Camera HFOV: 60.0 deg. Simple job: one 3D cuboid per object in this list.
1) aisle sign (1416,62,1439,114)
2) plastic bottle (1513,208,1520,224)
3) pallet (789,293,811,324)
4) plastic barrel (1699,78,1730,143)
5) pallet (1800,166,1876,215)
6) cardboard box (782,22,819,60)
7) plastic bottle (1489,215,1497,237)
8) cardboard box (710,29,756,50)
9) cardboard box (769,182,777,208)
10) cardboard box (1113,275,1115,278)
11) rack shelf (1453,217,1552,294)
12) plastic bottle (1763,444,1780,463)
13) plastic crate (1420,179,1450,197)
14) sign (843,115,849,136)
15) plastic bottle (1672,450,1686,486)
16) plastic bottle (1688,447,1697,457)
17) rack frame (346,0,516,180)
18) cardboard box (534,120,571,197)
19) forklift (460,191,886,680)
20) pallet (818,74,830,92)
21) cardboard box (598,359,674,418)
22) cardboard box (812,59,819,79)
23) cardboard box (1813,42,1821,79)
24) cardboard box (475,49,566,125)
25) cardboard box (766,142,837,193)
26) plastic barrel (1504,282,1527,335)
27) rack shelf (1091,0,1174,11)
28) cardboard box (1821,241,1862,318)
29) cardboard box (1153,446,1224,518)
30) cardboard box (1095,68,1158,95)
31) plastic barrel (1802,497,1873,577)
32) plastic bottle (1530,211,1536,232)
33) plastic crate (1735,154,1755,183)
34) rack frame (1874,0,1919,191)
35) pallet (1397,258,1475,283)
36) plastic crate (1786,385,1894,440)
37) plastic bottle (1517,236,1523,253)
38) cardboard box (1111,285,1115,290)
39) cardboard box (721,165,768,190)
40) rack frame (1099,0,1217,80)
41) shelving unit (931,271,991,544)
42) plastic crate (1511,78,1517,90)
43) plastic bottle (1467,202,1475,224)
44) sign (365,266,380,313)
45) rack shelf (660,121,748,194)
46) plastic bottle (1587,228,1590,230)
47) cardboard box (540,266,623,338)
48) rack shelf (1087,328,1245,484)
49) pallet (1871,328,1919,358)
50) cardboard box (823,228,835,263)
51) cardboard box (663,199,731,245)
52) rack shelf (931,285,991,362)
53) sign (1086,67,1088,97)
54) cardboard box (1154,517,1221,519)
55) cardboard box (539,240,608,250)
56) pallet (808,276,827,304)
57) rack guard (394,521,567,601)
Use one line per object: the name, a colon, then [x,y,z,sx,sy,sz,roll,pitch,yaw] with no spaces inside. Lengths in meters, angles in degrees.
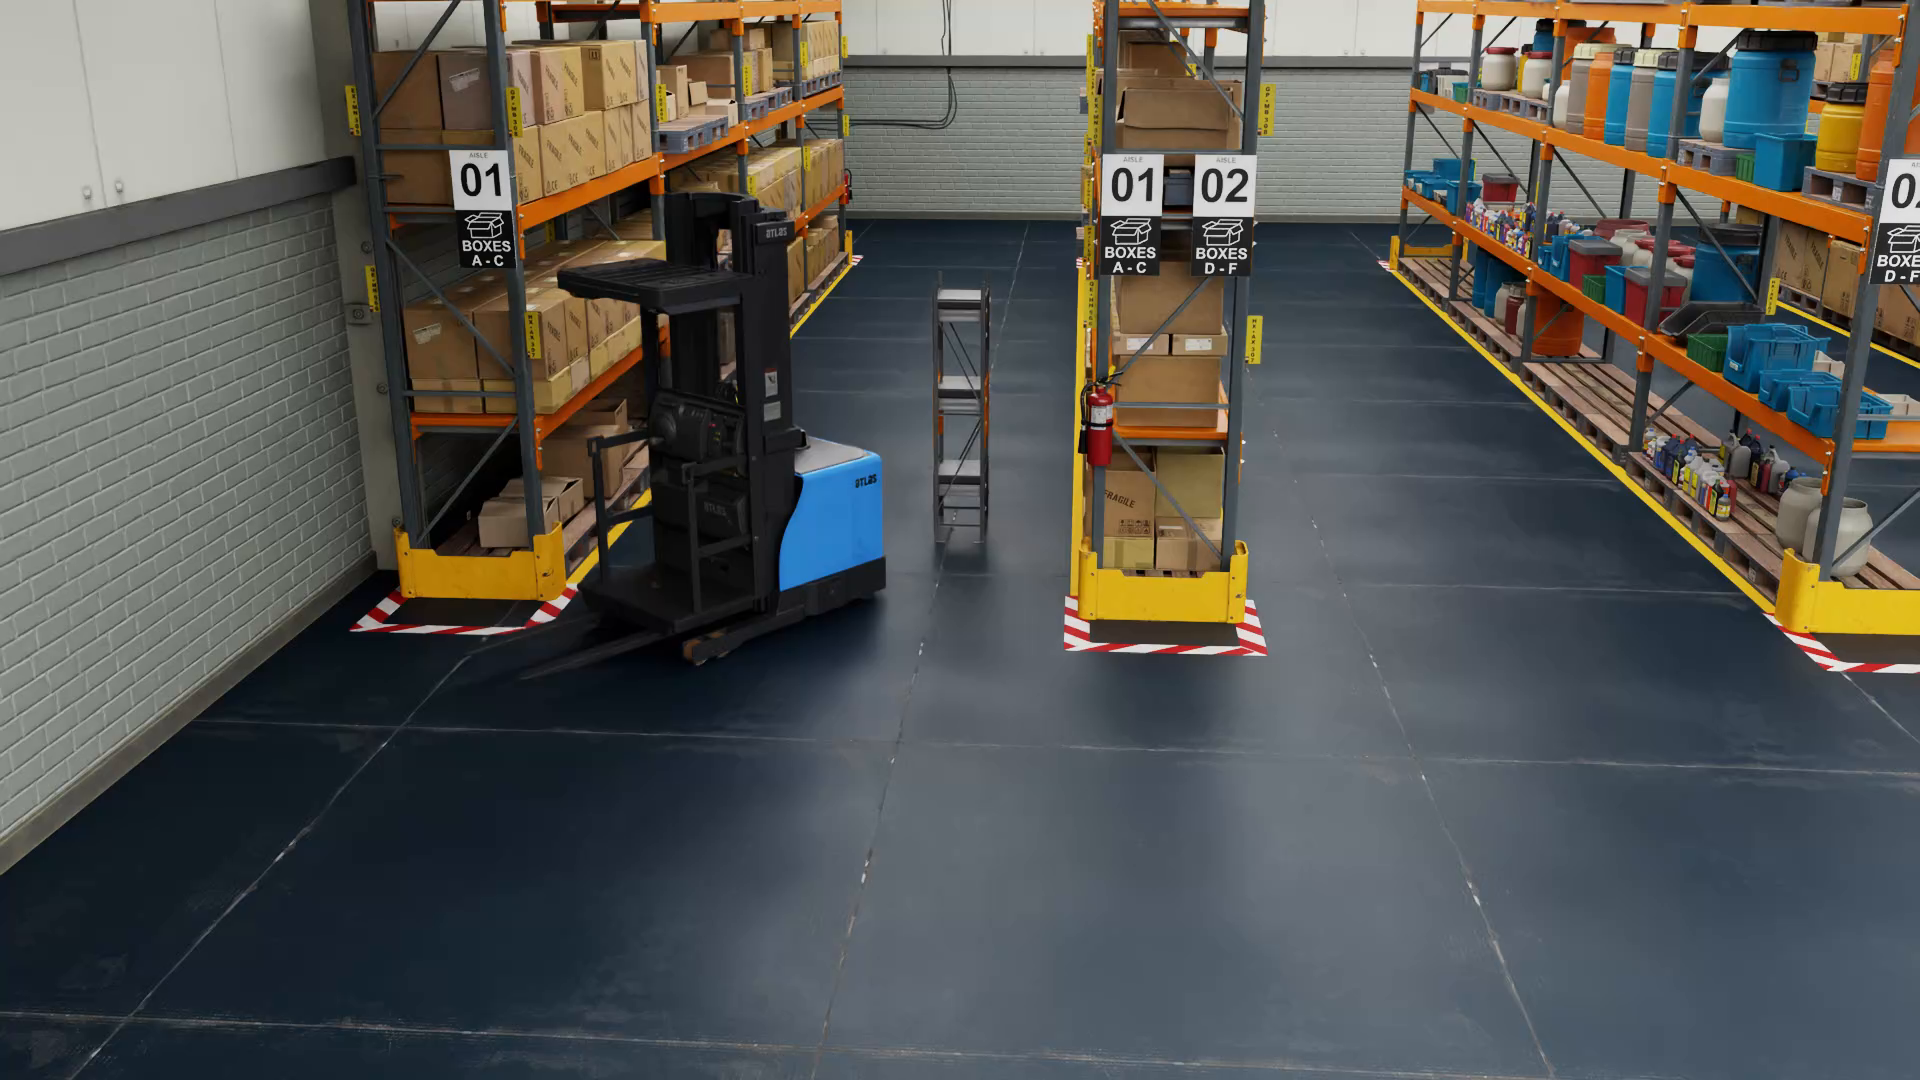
aisle sign: [7.223,-7.036,25.904,0.394,0.787,0.004,1,18,4]
plastic bottle: [7.395,-4.302,22.055,0.097,0.201,0.097,0,18,0]
pallet: [-2.635,-3.184,22.802,1.003,0.211,1.213,1,18,4]
plastic barrel: [6.427,-3.594,13.902,0.421,0.512,0.421,0,18,0]
pallet: [6.524,-2.393,11.395,1.003,0.211,1.213,1,18,4]
cardboard box: [-2.293,-7.083,23.607,0.500,0.500,0.500,1,18,3]
plastic bottle: [6.695,-3.938,20.831,0.097,0.271,0.097,0,18,0]
cardboard box: [-2.873,-6.347,21.087,0.500,0.250,0.500,1,18,2]
cardboard box: [-2.568,-4.168,20.657,0.500,0.500,0.500,1,18,4]
cardboard box: [1.616,-2.370,13.595,0.700,0.500,0.500,1,18,4]
rack shelf: [7.084,-3.566,20.645,1.077,0.370,4.000,1,18,4]
plastic bottle: [6.858,-0.629,14.072,0.144,0.351,0.185,1,18,4]
plastic crate: [7.073,-5.242,24.778,0.416,0.233,0.300,1,18,4]
sign: [-1.828,-6.639,26.628,0.100,0.325,0.005,1,18,4]
plastic bottle: [6.115,-0.613,14.131,0.061,0.283,0.133,2,18,6]
plastic bottle: [6.292,-0.668,14.320,0.097,0.271,0.097,0,18,0]
rack frame: [-3.515,-3.875,10.796,1.000,3.000,0.127,1,18,4]
cardboard box: [-3.167,-2.770,12.051,0.500,0.500,0.500,2,18,8]
forklift: [-1.907,-0.750,11.004,1.130,2.935,3.031,16,24,40]
pallet: [-2.495,-6.766,24.579,1.003,0.211,1.213,1,18,4]
cardboard box: [-3.192,-1.516,16.541,0.700,0.500,0.500,2,18,6]
cardboard box: [-2.291,-6.719,23.698,0.500,0.250,0.500,1,18,3]
cardboard box: [12.385,-6.709,23.269,0.700,0.500,0.500,2,18,6]
cardboard box: [-3.159,-3.250,11.909,0.500,0.500,0.500,1,18,3]
cardboard box: [-2.435,-5.751,25.674,0.980,0.700,0.700,1,18,3]
plastic barrel: [7.039,-2.844,20.483,0.600,0.588,0.708,1,18,4]
rack shelf: [2.430,-7.770,23.844,1.077,0.370,4.000,1,18,4]
cardboard box: [12.141,-3.410,21.749,1.225,0.875,0.875,1,18,4]
cardboard box: [1.721,-0.480,12.609,0.500,0.500,0.500,1,18,4]
cardboard box: [1.414,-3.745,14.158,0.500,0.500,0.500,3,18,8]
plastic barrel: [6.338,-0.026,12.006,0.421,0.512,0.421,0,18,0]
plastic bottle: [7.333,-4.066,21.220,0.097,0.271,0.097,0,18,0]
plastic crate: [6.269,-2.886,12.935,0.336,0.188,0.450,1,18,4]
rack frame: [6.367,-3.653,10.121,1.000,3.000,0.127,1,18,4]
pallet: [7.416,-4.191,25.876,1.003,0.211,1.213,1,18,4]
plastic crate: [6.104,-0.894,11.573,0.499,0.251,0.616,1,18,4]
plastic bottle: [6.594,-3.465,19.500,0.097,0.201,0.097,0,18,0]
cardboard box: [1.393,-1.952,13.361,0.380,0.149,0.250,1,18,3]
cardboard box: [-2.614,-4.365,20.053,0.500,0.250,0.500,1,18,3]
rack frame: [1.713,-5.007,14.253,1.000,3.000,0.127,1,18,4]
shelving unit: [0.012,-1.049,13.253,0.431,2.100,0.503,1,18,4]
plastic crate: [7.590,-6.272,23.141,0.497,0.269,0.590,1,18,4]
plastic bottle: [6.766,-4.328,22.002,0.061,0.283,0.133,1,18,4]
sign: [-4.067,-1.743,11.557,0.100,0.325,0.005,1,18,4]
rack shelf: [-3.085,-3.971,17.062,1.077,0.370,4.000,1,18,4]
plastic bottle: [7.382,-3.543,19.606,0.061,0.283,0.133,1,18,4]
cardboard box: [-3.067,-1.934,13.513,0.500,0.500,0.500,2,18,6]
rack shelf: [1.570,-1.194,13.404,1.077,0.370,4.000,1,18,4]
pallet: [12.102,-2.473,20.630,1.003,0.211,1.213,1,18,4]
cardboard box: [-2.354,-4.630,26.075,0.700,0.500,0.500,1,18,4]
cardboard box: [-2.965,-3.619,18.782,0.700,0.500,0.500,-1,18,-3]
rack shelf: [0.012,-1.701,13.039,0.431,0.518,0.480,1,18,4]
sign: [1.459,-5.083,18.470,0.100,0.325,0.005,1,18,4]
cardboard box: [1.719,-0.124,12.726,0.500,0.250,0.500,1,18,4]
cardboard box: [-3.470,-2.419,14.993,0.500,0.500,0.500,1,18,3]
pallet: [-2.522,-3.660,24.254,1.003,0.211,1.213,1,18,4]
rack guard: [-3.509,0.141,12.191,1.175,0.500,0.348,1,18,4]
